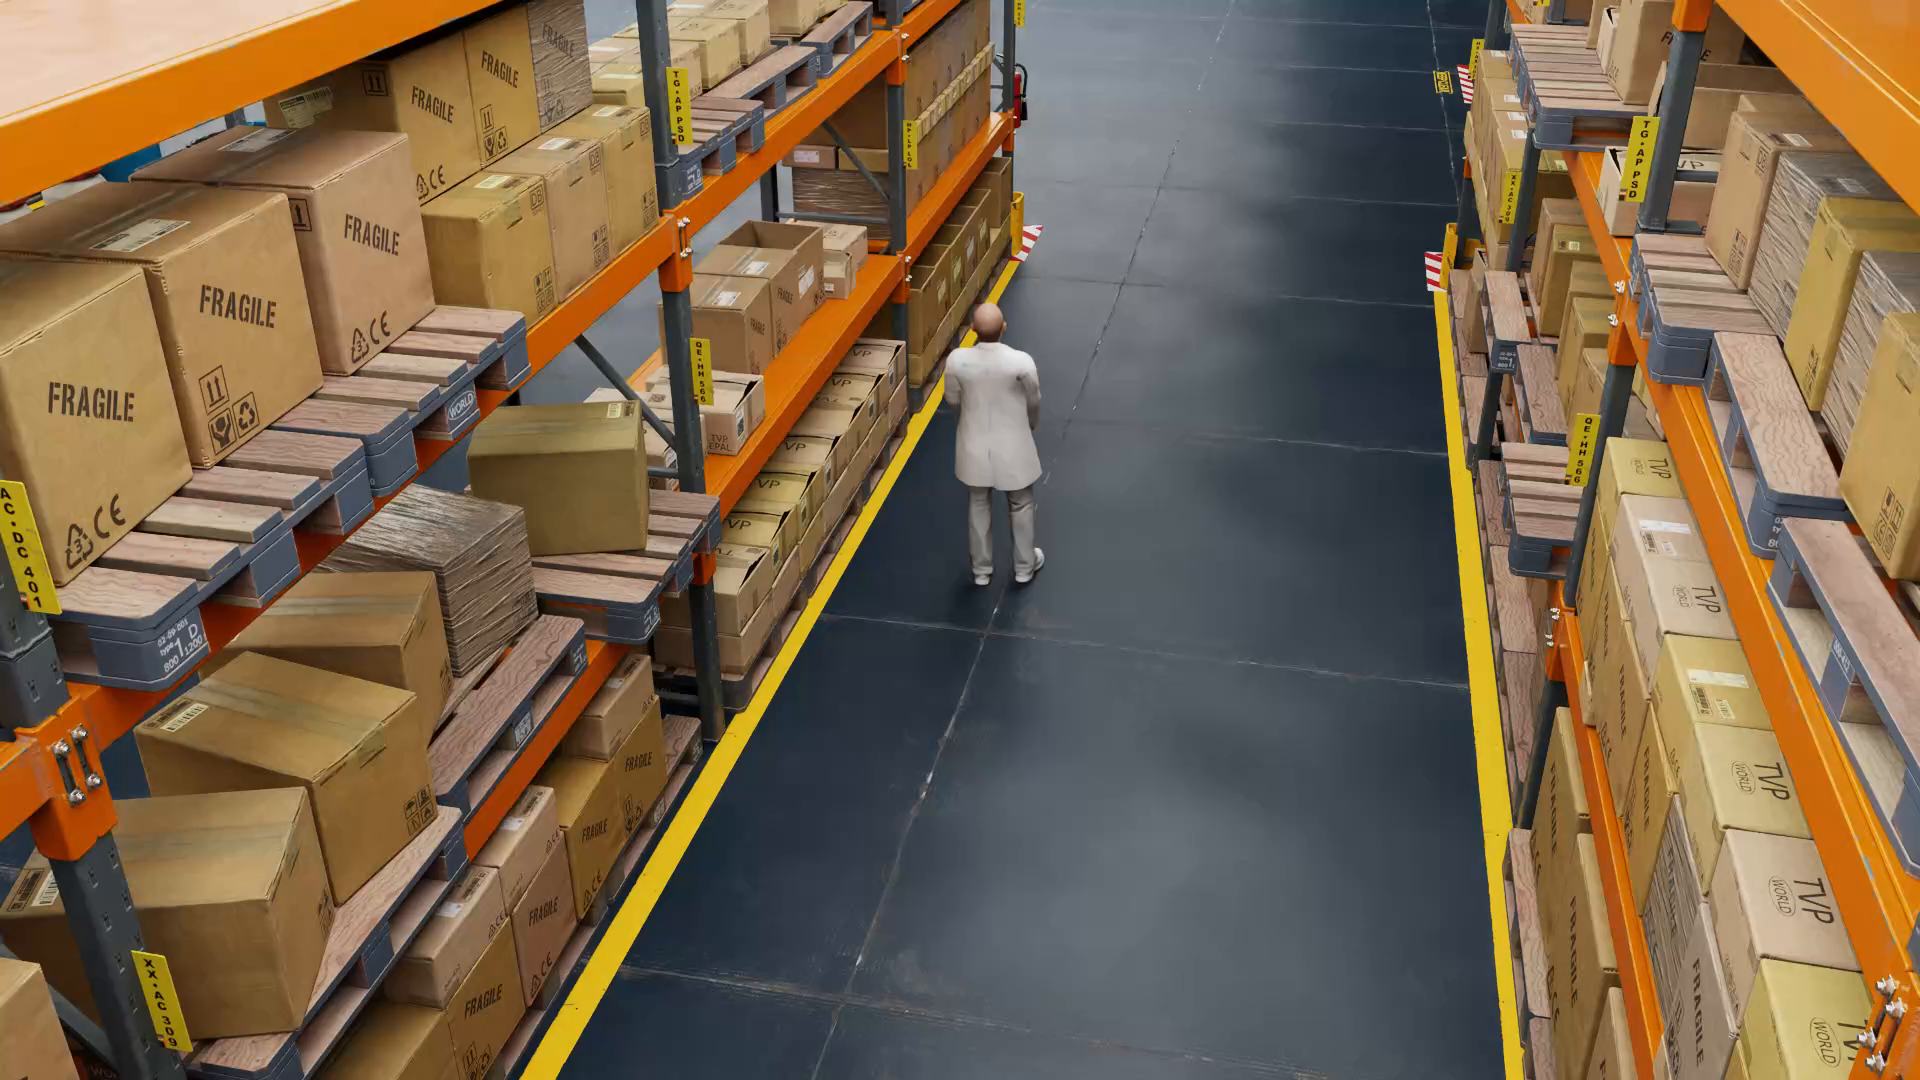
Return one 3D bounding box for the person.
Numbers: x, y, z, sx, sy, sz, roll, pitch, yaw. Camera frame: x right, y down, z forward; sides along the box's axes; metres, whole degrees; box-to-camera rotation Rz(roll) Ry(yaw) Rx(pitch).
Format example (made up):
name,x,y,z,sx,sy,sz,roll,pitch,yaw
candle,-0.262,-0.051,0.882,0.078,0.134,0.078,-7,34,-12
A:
name,x,y,z,sx,sy,sz,roll,pitch,yaw
person,0.209,-0.587,9.720,0.568,1.780,0.521,6,29,11
